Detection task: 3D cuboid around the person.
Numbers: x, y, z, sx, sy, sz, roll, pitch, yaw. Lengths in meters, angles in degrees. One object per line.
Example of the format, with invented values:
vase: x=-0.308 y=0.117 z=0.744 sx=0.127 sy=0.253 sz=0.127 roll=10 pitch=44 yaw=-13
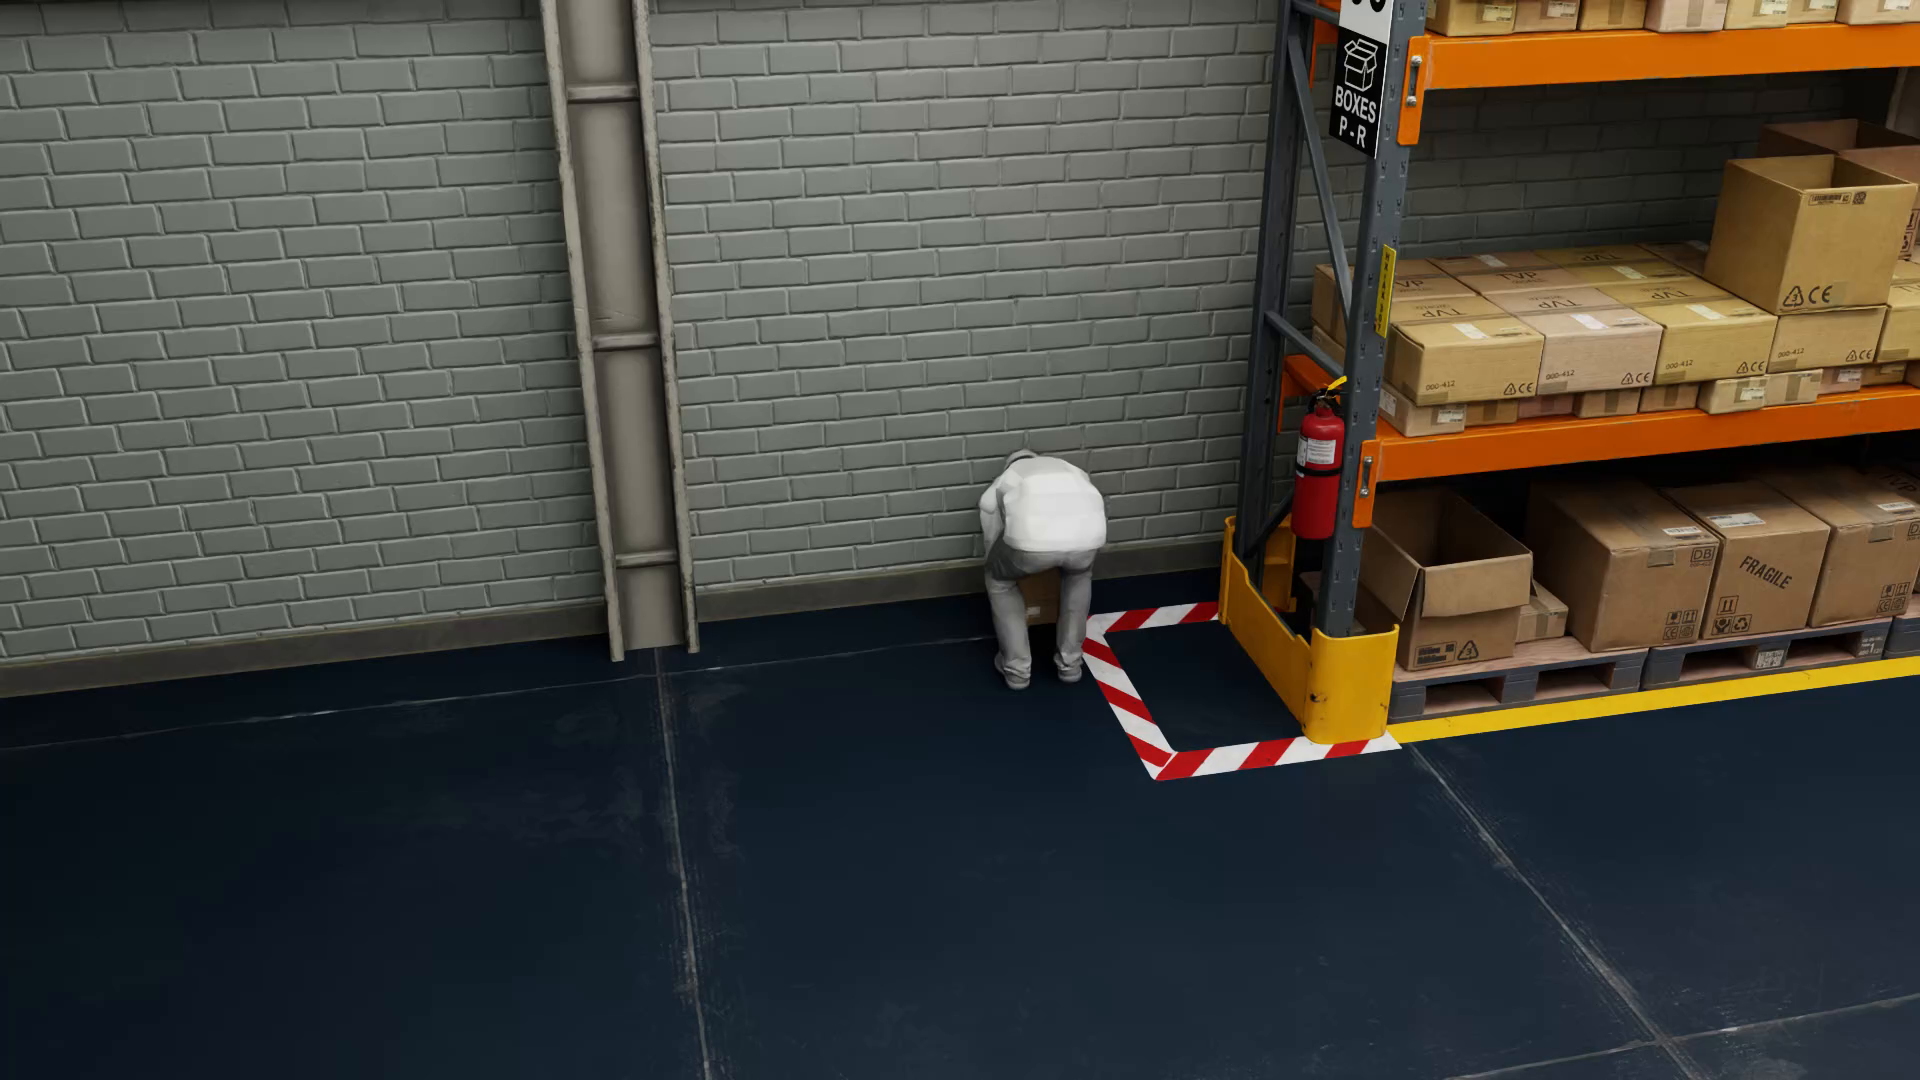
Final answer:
person: x=0.341 y=0.099 z=7.325 sx=0.488 sy=0.831 sz=0.912 roll=-4 pitch=27 yaw=-7
